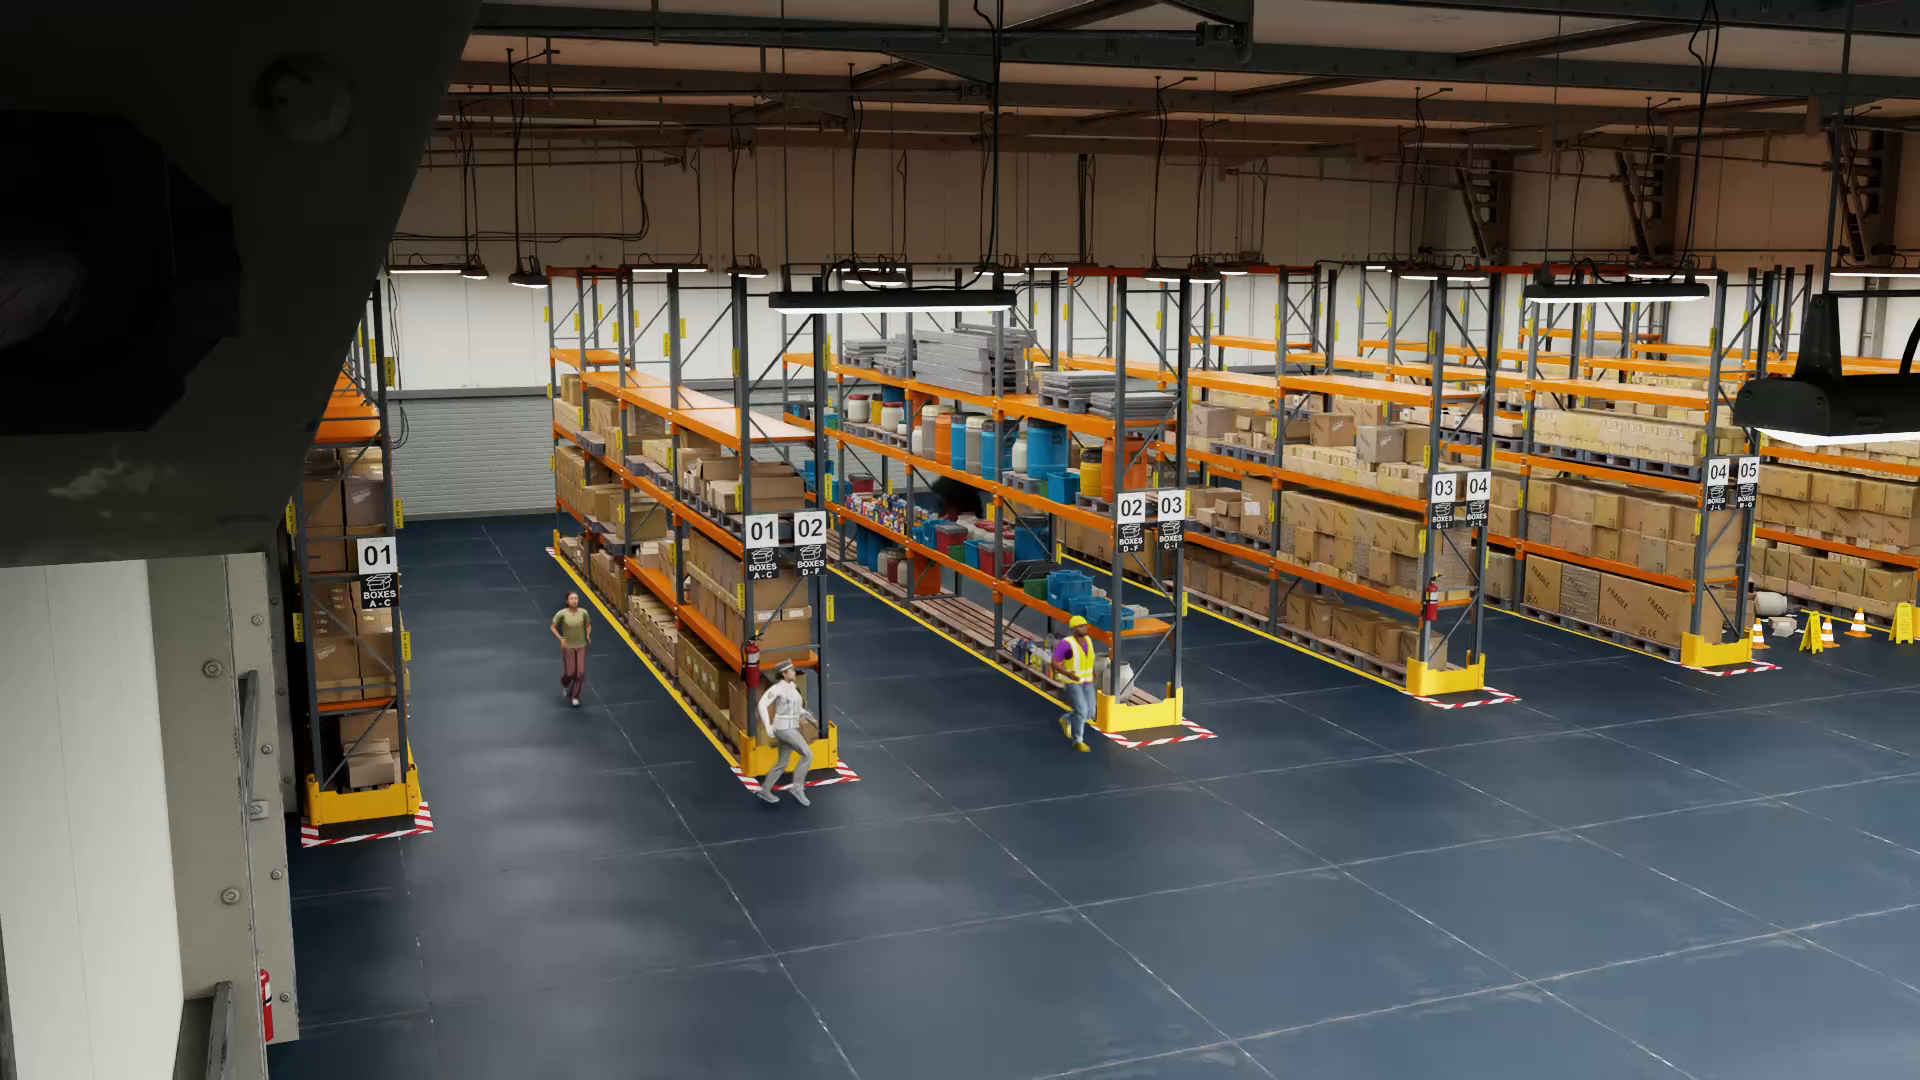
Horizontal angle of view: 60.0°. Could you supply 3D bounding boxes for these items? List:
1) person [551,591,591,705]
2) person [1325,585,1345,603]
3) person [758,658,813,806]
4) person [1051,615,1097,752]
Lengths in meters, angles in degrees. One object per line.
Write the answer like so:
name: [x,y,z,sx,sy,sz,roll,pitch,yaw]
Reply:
person: [-5.422,1.504,23.328,0.563,1.624,0.533,-6,11,-29]
person: [6.864,0.283,30.061,0.656,1.746,0.627,-5,11,-27]
person: [-1.986,2.194,19.225,0.648,1.662,0.595,2,10,9]
person: [1.487,1.820,21.309,0.745,1.739,0.623,-8,13,-38]
